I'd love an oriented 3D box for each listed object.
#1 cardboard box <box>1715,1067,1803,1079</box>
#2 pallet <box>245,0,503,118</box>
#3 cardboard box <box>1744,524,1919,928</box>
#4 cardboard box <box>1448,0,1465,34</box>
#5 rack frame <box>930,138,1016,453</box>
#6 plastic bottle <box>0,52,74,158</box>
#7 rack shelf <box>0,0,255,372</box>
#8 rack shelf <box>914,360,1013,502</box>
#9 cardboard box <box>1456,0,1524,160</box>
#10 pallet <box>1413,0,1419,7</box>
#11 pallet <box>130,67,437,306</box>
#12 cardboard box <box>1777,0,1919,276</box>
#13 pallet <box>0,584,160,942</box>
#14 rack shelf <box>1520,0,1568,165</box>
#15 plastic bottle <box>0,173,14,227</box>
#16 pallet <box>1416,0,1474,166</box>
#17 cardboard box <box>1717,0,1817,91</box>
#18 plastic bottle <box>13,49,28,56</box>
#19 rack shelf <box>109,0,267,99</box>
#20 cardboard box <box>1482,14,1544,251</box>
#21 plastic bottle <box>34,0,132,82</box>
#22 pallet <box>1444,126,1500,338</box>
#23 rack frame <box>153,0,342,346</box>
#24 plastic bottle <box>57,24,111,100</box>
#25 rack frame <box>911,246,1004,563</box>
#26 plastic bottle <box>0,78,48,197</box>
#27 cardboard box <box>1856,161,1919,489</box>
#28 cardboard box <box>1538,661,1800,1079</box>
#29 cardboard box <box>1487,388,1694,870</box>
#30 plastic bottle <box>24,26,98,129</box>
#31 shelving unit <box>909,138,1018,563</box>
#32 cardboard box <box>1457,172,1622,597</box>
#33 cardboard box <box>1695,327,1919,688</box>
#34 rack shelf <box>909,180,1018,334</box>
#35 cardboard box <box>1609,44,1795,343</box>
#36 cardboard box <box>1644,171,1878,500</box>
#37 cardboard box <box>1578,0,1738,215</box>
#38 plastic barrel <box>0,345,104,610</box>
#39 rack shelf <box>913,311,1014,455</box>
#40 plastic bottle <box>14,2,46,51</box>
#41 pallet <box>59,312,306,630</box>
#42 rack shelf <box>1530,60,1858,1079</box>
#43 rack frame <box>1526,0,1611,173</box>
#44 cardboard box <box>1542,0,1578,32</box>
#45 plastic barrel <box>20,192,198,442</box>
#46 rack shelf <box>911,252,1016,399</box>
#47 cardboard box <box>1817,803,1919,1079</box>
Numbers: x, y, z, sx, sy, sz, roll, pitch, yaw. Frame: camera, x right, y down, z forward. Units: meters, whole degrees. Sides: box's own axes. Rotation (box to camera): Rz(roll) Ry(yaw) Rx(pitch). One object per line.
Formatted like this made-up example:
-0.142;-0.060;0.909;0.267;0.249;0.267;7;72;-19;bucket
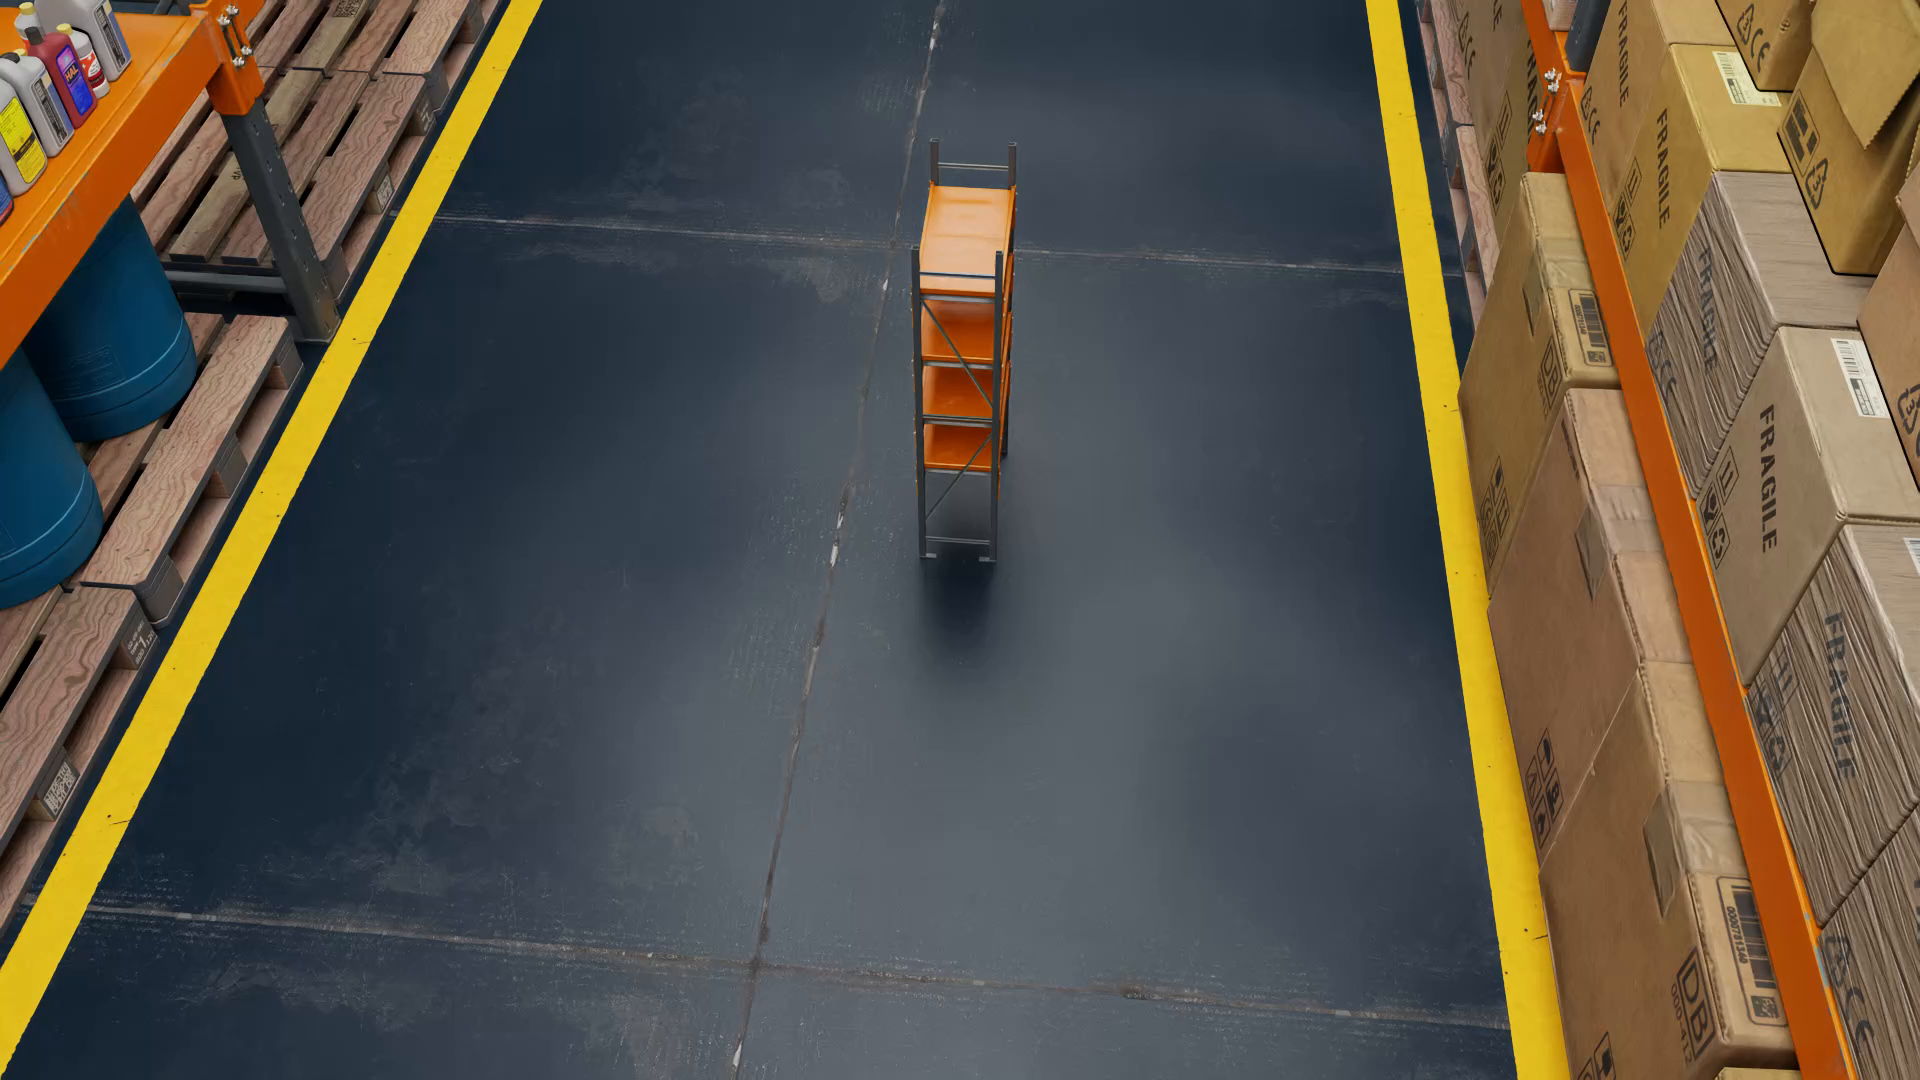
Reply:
1.933;1.562;2.944;1.225;0.875;0.875;2;48;2;cardboard box
-2.581;-2.281;7.193;1.003;0.211;1.213;4;48;4;pallet
1.743;0.332;2.846;0.500;0.500;0.500;2;48;2;cardboard box
2.517;-2.666;6.811;0.875;0.875;0.875;4;48;4;cardboard box
0.037;-0.706;5.082;0.240;1.200;0.015;4;48;4;rack frame
-2.466;-1.158;4.361;0.152;0.276;0.135;4;48;4;plastic bottle
-2.901;-0.067;3.766;1.077;0.370;4.000;4;48;4;rack shelf
0.015;-0.347;5.115;0.258;0.148;0.480;4;48;4;rack shelf
2.436;-2.012;6.213;0.875;0.875;0.875;4;48;4;cardboard box
2.584;-2.852;7.716;1.003;0.211;1.213;4;48;4;pallet
-2.690;-1.382;6.371;1.003;0.211;1.213;4;48;4;pallet
2.090;-0.846;3.243;0.797;0.503;0.637;4;48;4;cardboard box
-2.939;0.624;4.536;1.003;0.211;1.213;4;48;4;pallet
2.396;-2.674;6.150;1.077;0.370;4.000;4;48;4;rack shelf
-2.493;-0.930;4.101;0.144;0.351;0.185;4;48;4;plastic bottle
2.470;-1.958;6.898;1.003;0.211;1.213;4;48;4;pallet
2.164;-1.349;3.704;0.797;0.503;0.637;3;48;3;cardboard box
-2.488;-1.220;4.468;0.097;0.201;0.097;0;48;0;plastic bottle
-2.536;-3.007;6.455;1.077;0.370;4.000;4;48;4;rack shelf
2.354;-1.351;5.608;0.875;0.875;0.875;4;48;4;cardboard box
-2.432;-1.427;4.606;0.152;0.276;0.135;4;48;4;plastic bottle
2.361;-1.059;6.076;1.003;0.211;1.213;4;48;4;pallet
-2.718;-1.780;4.845;1.000;3.000;0.127;4;48;4;rack frame
-2.416;-1.314;4.554;0.097;0.201;0.097;0;48;0;plastic bottle
-0.007;-0.347;4.755;0.240;1.200;0.015;4;48;4;rack frame
-2.476;-1.066;4.225;0.144;0.351;0.185;4;48;4;plastic bottle
2.049;-0.388;2.824;0.797;0.503;0.637;5;48;5;cardboard box
2.022;0.908;3.542;1.225;0.875;0.875;4;48;4;cardboard box
2.095;0.257;4.137;1.225;0.875;0.875;2;48;2;cardboard box
-2.408;-1.256;4.445;0.061;0.283;0.133;4;48;4;plastic bottle
0.015;-0.527;4.918;0.258;1.200;0.503;4;48;4;shelving unit
2.176;-0.400;4.738;1.225;0.875;0.875;4;48;4;cardboard box
1.790;-0.042;3.188;0.500;0.500;0.500;5;48;4;cardboard box
0.015;-0.792;4.629;0.258;0.148;0.480;4;48;4;rack shelf
1.878;-0.790;3.872;0.500;0.500;0.500;4;48;4;cardboard box
1.832;-0.422;3.535;0.500;0.500;0.500;3;48;3;cardboard box
1.923;-1.159;4.210;0.500;0.500;0.500;4;48;4;cardboard box
-2.849;-0.294;4.624;0.600;0.901;0.708;4;48;4;plastic barrel
0.015;-0.481;4.968;0.258;0.148;0.480;4;48;4;rack shelf
-2.558;-1.396;4.629;0.097;0.201;0.097;0;48;0;plastic bottle
-2.830;-0.274;5.358;1.003;0.211;1.213;4;48;4;pallet
2.032;0.266;3.462;1.077;0.370;4.000;4;48;4;rack shelf
2.214;-1.447;4.540;1.000;3.000;0.127;4;48;4;rack frame
1.916;-1.608;4.858;0.380;0.149;0.250;4;48;4;cardboard box
-2.785;-0.815;5.100;0.600;0.901;0.708;4;48;4;plastic barrel
0.015;-0.632;4.803;0.258;0.148;0.480;4;48;4;rack shelf
1.699;0.714;2.497;0.500;0.500;0.500;3;48;3;cardboard box
